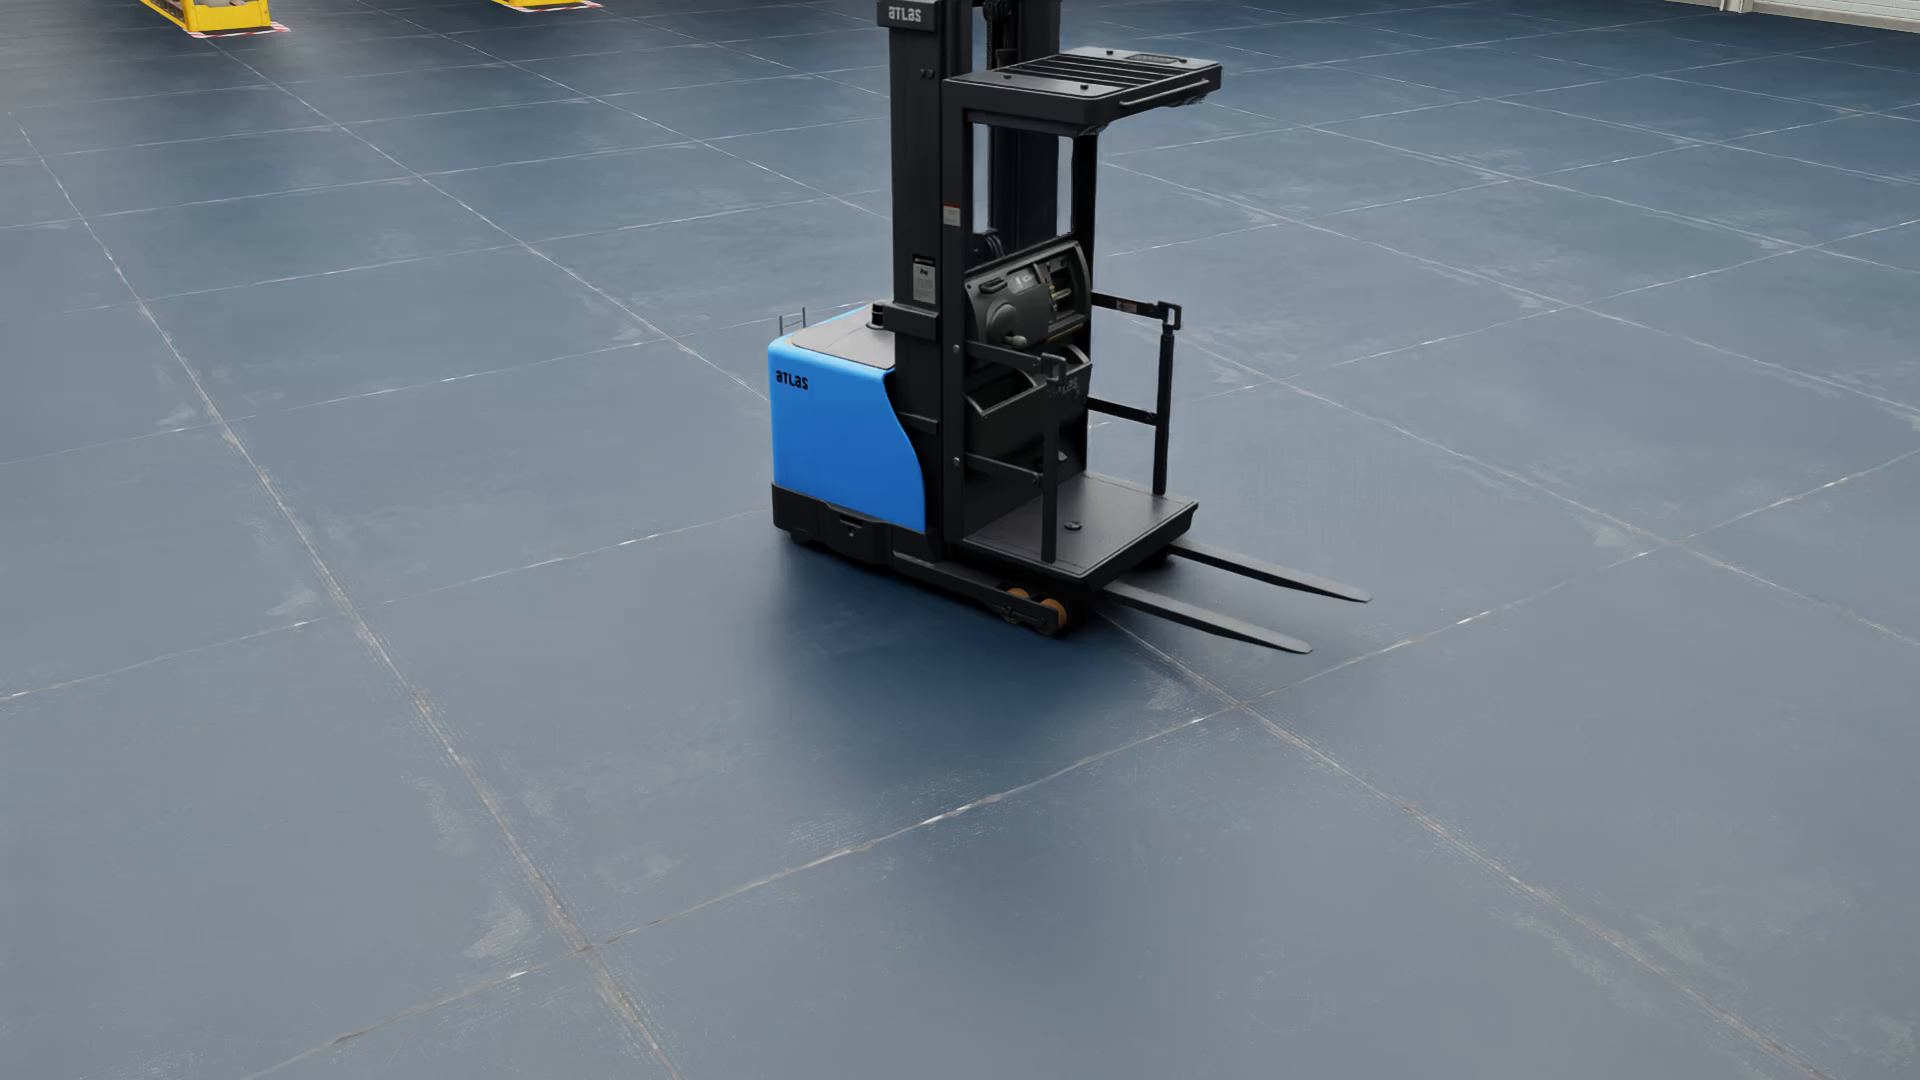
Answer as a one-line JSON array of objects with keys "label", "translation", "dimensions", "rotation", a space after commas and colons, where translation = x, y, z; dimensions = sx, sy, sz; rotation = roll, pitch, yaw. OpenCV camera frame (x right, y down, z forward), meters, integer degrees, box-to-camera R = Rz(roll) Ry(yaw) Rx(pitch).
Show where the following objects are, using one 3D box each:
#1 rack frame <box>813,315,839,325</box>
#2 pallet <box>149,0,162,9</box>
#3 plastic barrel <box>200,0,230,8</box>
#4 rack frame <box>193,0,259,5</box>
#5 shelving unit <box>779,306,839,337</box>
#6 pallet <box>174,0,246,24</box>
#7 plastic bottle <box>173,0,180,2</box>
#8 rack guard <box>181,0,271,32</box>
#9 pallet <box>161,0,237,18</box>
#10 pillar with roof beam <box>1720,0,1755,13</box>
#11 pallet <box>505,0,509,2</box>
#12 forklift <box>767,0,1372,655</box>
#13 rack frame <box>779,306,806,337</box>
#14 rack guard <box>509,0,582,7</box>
[{"label": "rack frame", "translation": [-0.702, -0.687, 8.975], "dimensions": [0.008, 1.050, 0.200], "rotation": [18, 31, 33]}, {"label": "pallet", "translation": [-12.855, -9.033, 27.637], "dimensions": [1.003, 0.211, 1.213], "rotation": [-16, 29, -30]}, {"label": "plastic barrel", "translation": [-11.427, -8.396, 25.443], "dimensions": [0.421, 0.512, 0.421], "rotation": [0, 25, 0]}, {"label": "rack frame", "translation": [-11.003, -9.113, 24.541], "dimensions": [1.000, 3.000, 0.127], "rotation": [-16, 29, -30]}, {"label": "shelving unit", "translation": [-0.799, -0.718, 9.041], "dimensions": [0.252, 1.050, 0.215], "rotation": [18, 31, 33]}, {"label": "pallet", "translation": [-11.523, -8.160, 25.788], "dimensions": [1.003, 0.211, 1.213], "rotation": [-16, 29, -30]}, {"label": "plastic bottle", "translation": [-12.373, -8.601, 26.219], "dimensions": [0.097, 0.201, 0.097], "rotation": [0, 25, 0]}, {"label": "rack guard", "translation": [-11.084, -7.999, 25.109], "dimensions": [1.175, 0.500, 0.348], "rotation": [-16, 29, -30]}, {"label": "pallet", "translation": [-12.185, -8.596, 26.712], "dimensions": [1.003, 0.211, 1.213], "rotation": [-16, 29, -30]}, {"label": "pillar with roof beam", "translation": [8.925, -11.612, 22.806], "dimensions": [9.100, 9.000, 0.400], "rotation": [-16, 29, -30]}, {"label": "pallet", "translation": [-7.309, -9.332, 28.272], "dimensions": [1.003, 0.211, 1.213], "rotation": [-16, 29, -30]}, {"label": "forklift", "translation": [0.495, -1.136, 7.722], "dimensions": [3.031, 2.935, 1.130], "rotation": [18, 31, 33]}, {"label": "rack frame", "translation": [-0.897, -0.750, 9.108], "dimensions": [0.008, 1.050, 0.200], "rotation": [18, 31, 33]}, {"label": "rack guard", "translation": [-6.895, -9.164, 27.577], "dimensions": [1.175, 0.500, 0.348], "rotation": [-16, 29, -30]}]
